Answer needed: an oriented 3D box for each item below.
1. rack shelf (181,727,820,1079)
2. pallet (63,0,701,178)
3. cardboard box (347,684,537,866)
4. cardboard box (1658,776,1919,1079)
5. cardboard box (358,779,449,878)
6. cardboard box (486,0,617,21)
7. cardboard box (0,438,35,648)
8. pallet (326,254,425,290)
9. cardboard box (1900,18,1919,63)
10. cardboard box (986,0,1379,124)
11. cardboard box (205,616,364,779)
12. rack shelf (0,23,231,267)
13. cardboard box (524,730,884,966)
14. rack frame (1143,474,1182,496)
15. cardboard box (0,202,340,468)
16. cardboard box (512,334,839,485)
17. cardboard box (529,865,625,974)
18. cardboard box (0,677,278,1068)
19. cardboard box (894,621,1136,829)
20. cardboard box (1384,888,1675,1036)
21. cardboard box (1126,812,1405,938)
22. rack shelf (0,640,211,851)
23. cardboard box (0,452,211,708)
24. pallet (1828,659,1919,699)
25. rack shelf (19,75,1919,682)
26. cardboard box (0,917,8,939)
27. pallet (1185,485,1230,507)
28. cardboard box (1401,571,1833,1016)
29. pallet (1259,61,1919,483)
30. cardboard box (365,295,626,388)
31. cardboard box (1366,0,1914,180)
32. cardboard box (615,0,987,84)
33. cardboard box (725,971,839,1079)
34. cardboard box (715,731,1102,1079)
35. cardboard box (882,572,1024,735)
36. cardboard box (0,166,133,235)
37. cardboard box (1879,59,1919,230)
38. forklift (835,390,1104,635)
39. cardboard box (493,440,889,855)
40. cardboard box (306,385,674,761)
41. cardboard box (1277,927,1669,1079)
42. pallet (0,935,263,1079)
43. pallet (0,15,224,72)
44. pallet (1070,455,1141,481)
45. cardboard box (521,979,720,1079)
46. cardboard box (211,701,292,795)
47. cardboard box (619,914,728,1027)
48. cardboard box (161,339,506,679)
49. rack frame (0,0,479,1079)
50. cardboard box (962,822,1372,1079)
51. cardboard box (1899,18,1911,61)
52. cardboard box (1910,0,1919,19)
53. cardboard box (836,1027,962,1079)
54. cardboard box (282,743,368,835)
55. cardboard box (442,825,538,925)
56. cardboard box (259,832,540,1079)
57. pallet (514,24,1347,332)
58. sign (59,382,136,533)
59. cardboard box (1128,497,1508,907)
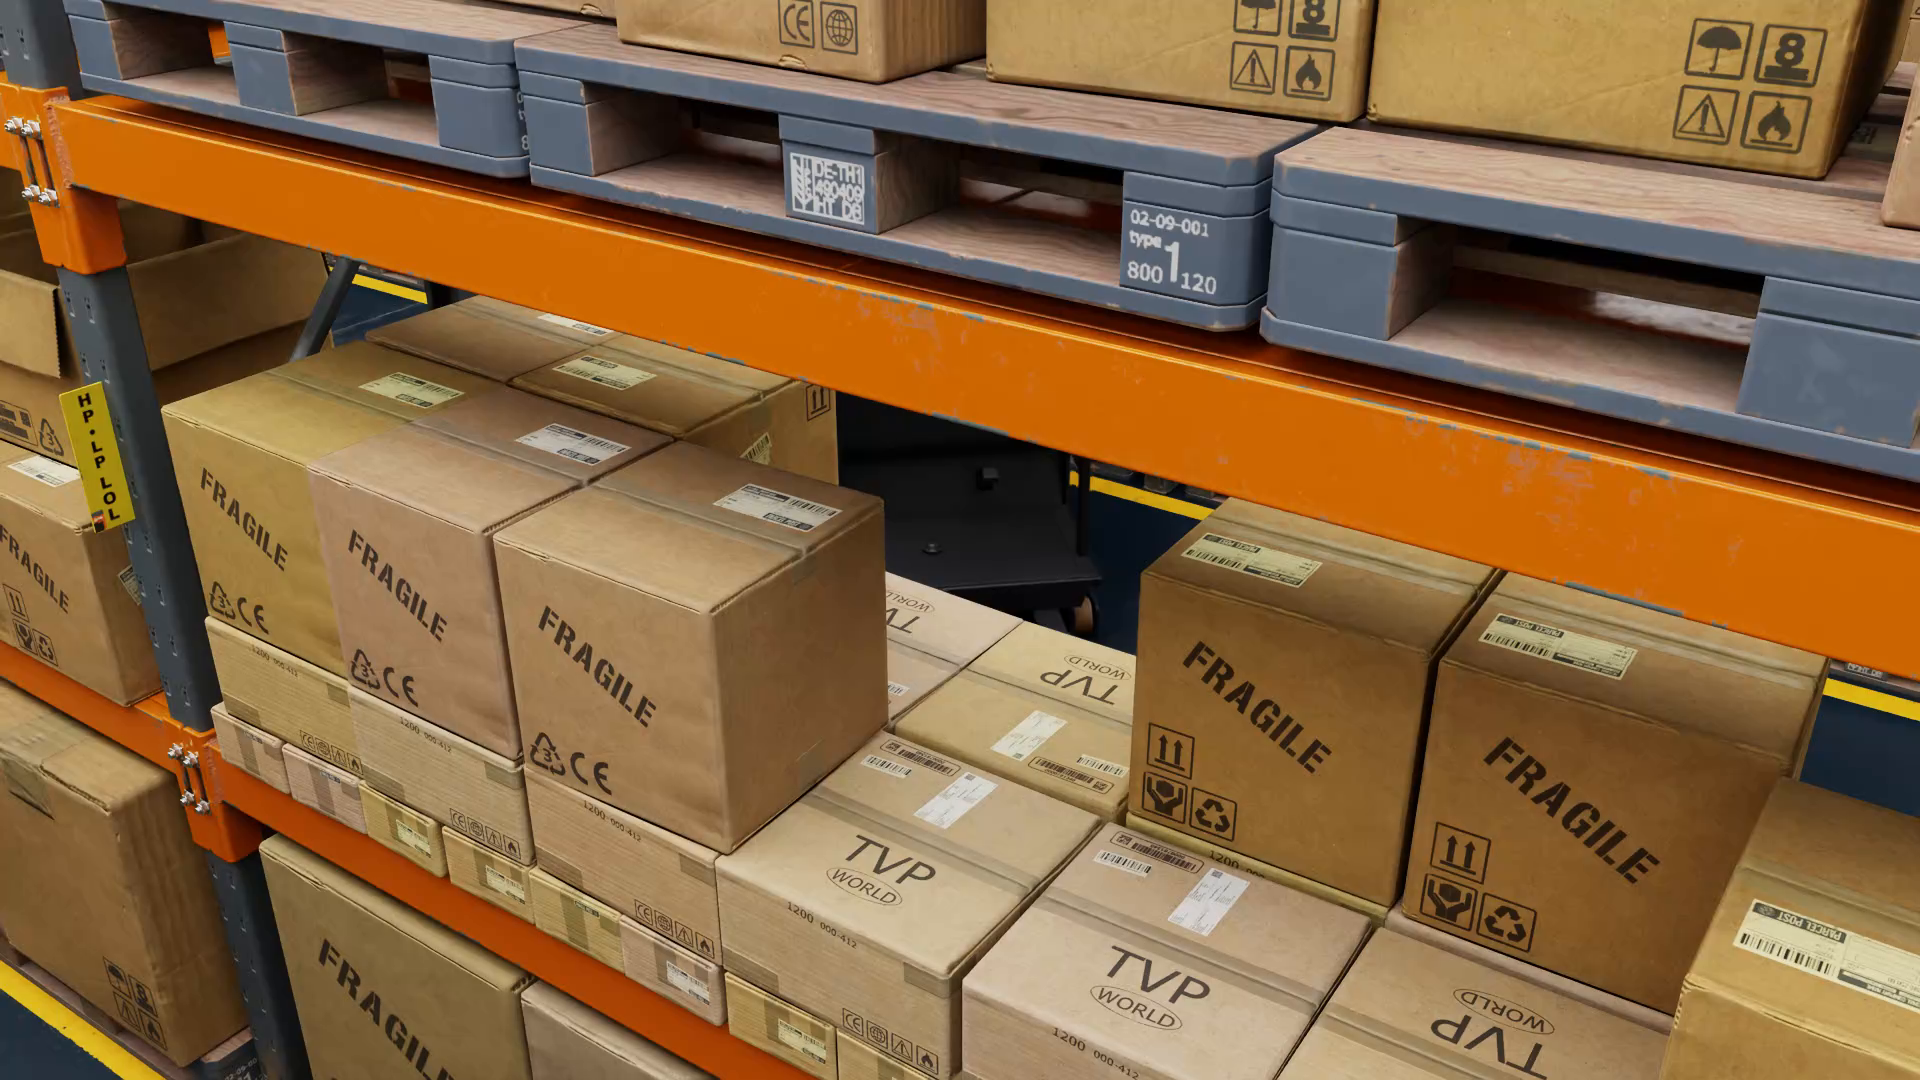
[{"bbox_3d":[0.084,0.932,3.405,4.000,0.370,1.077,17,32,30],"label":"rack shelf"},{"bbox_3d":[-0.896,-0.985,3.170,1.213,0.211,1.003,17,32,30],"label":"pallet"},{"bbox_3d":[-0.919,0.380,3.533,0.500,0.250,0.500,17,32,30],"label":"cardboard box"},{"bbox_3d":[1.182,0.698,2.081,0.500,0.500,0.500,18,32,31],"label":"cardboard box"},{"bbox_3d":[-1.075,0.545,3.649,0.250,0.149,0.380,18,32,32],"label":"cardboard box"},{"bbox_3d":[-0.445,-1.197,2.804,0.500,0.500,0.700,19,33,33],"label":"cardboard box"},{"bbox_3d":[-2.509,-0.094,4.518,0.500,0.500,0.500,18,32,32],"label":"cardboard box"},{"bbox_3d":[-3.676,-2.065,11.576,1.213,0.211,1.003,17,32,30],"label":"pallet"},{"bbox_3d":[5.983,-2.898,10.026,0.500,0.500,0.500,18,32,31],"label":"cardboard box"},{"bbox_3d":[0.424,-0.906,2.232,0.500,0.500,0.700,15,31,27],"label":"cardboard box"},{"bbox_3d":[-1.326,0.251,3.788,0.500,0.250,0.500,17,31,29],"label":"cardboard box"},{"bbox_3d":[-3.213,-1.432,4.743,4.000,0.370,1.077,17,32,30],"label":"rack shelf"},{"bbox_3d":[-0.488,0.511,3.276,0.500,0.250,0.500,18,32,32],"label":"cardboard box"},{"bbox_3d":[1.240,-1.754,7.889,0.127,3.000,1.000,17,32,30],"label":"rack frame"},{"bbox_3d":[-2.096,-0.555,4.317,0.637,0.503,0.797,16,31,29],"label":"cardboard box"},{"bbox_3d":[-0.624,-0.154,3.756,0.500,0.500,0.500,18,32,31],"label":"cardboard box"},{"bbox_3d":[-0.646,0.677,3.389,0.250,0.149,0.380,17,31,30],"label":"cardboard box"},{"bbox_3d":[-2.103,0.701,4.945,0.875,0.875,1.225,17,32,30],"label":"cardboard box"},{"bbox_3d":[0.212,0.442,3.412,0.500,0.250,0.500,17,31,29],"label":"cardboard box"},{"bbox_3d":[1.058,0.704,2.897,0.500,0.250,0.500,17,31,30],"label":"cardboard box"},{"bbox_3d":[0.645,0.574,3.153,0.500,0.250,0.500,16,31,29],"label":"cardboard box"},{"bbox_3d":[-3.213,-0.095,5.423,4.000,0.370,1.077,17,32,30],"label":"rack shelf"},{"bbox_3d":[-2.105,0.035,4.263,0.500,0.500,0.500,17,32,30],"label":"cardboard box"},{"bbox_3d":[3.879,0.290,6.948,1.213,0.211,1.003,17,32,30],"label":"pallet"},{"bbox_3d":[0.084,-0.405,2.724,4.000,0.370,1.077,17,32,30],"label":"rack shelf"},{"bbox_3d":[-2.841,0.472,5.396,0.875,0.875,1.225,16,31,29],"label":"cardboard box"},{"bbox_3d":[1.868,-0.337,8.179,1.213,0.211,1.003,17,32,30],"label":"pallet"},{"bbox_3d":[1.078,0.372,2.722,0.500,0.500,0.500,16,31,29],"label":"cardboard box"},{"bbox_3d":[1.115,-0.359,1.939,1.213,0.211,1.003,17,32,30],"label":"pallet"},{"bbox_3d":[-1.034,-0.284,4.012,0.500,0.500,0.500,18,32,32],"label":"cardboard box"},{"bbox_3d":[0.878,-0.791,2.007,0.500,0.500,0.700,16,31,29],"label":"cardboard box"},{"bbox_3d":[-0.094,-1.010,2.436,0.500,0.500,0.700,19,33,32],"label":"cardboard box"},{"bbox_3d":[-0.223,0.810,3.129,0.250,0.149,0.380,16,31,29],"label":"cardboard box"},{"bbox_3d":[-0.086,0.641,3.021,0.500,0.250,0.500,17,32,30],"label":"cardboard box"},{"bbox_3d":[-0.203,0.310,3.670,0.500,0.250,0.500,18,32,31],"label":"cardboard box"},{"bbox_3d":[-2.655,-0.735,4.671,0.637,0.503,0.797,18,32,31],"label":"cardboard box"},{"bbox_3d":[1.274,-0.602,1.634,0.500,0.500,0.700,15,31,27],"label":"cardboard box"},{"bbox_3d":[-0.029,-1.012,6.506,1.130,2.935,3.031,-4,27,-8],"label":"forklift"},{"bbox_3d":[-0.481,0.178,3.104,0.500,0.500,0.500,16,31,29],"label":"cardboard box"},{"bbox_3d":[-0.913,0.046,3.363,0.500,0.500,0.500,17,32,30],"label":"cardboard box"},{"bbox_3d":[0.765,0.904,2.505,0.500,0.250,0.500,17,31,29],"label":"cardboard box"},{"bbox_3d":[-2.243,1.171,5.217,1.213,0.211,1.003,17,32,30],"label":"pallet"},{"bbox_3d":[-2.348,-1.371,4.040,1.217,0.209,0.805,16,31,28],"label":"pallet"},{"bbox_3d":[0.627,-0.725,8.942,1.213,0.211,1.003,17,32,30],"label":"pallet"},{"bbox_3d":[-0.324,1.288,3.791,0.875,0.875,0.875,17,32,30],"label":"cardboard box"},{"bbox_3d":[-1.509,0.410,3.914,0.250,0.149,0.380,17,32,30],"label":"cardboard box"},{"bbox_3d":[-0.440,0.743,3.260,0.250,0.149,0.380,18,32,31],"label":"cardboard box"},{"bbox_3d":[-1.315,-0.084,3.618,0.500,0.500,0.500,17,32,30],"label":"cardboard box"},{"bbox_3d":[-1.565,0.098,4.251,0.127,3.000,1.000,17,32,30],"label":"rack frame"},{"bbox_3d":[0.345,0.773,2.761,0.500,0.250,0.500,16,31,29],"label":"cardboard box"},{"bbox_3d":[5.568,-3.027,10.280,0.500,0.500,0.500,17,31,30],"label":"cardboard box"},{"bbox_3d":[5.975,-3.340,9.793,0.500,0.500,0.500,18,32,32],"label":"cardboard box"},{"bbox_3d":[-0.007,0.876,2.998,0.250,0.149,0.380,18,32,31],"label":"cardboard box"},{"bbox_3d":[-1.293,0.478,3.781,0.250,0.149,0.380,16,31,29],"label":"cardboard box"},{"bbox_3d":[-0.857,0.612,3.517,0.250,0.149,0.380,16,31,29],"label":"cardboard box"},{"bbox_3d":[-1.066,1.057,4.245,0.875,0.875,0.875,17,32,30],"label":"cardboard box"},{"bbox_3d":[0.105,-0.672,2.554,1.213,0.211,1.003,17,32,30],"label":"pallet"},{"bbox_3d":[-1.864,-0.178,3.602,0.005,0.325,0.100,17,32,30],"label":"sign"},{"bbox_3d":[0.647,0.242,2.979,0.500,0.500,0.500,16,31,29],"label":"cardboard box"}]
